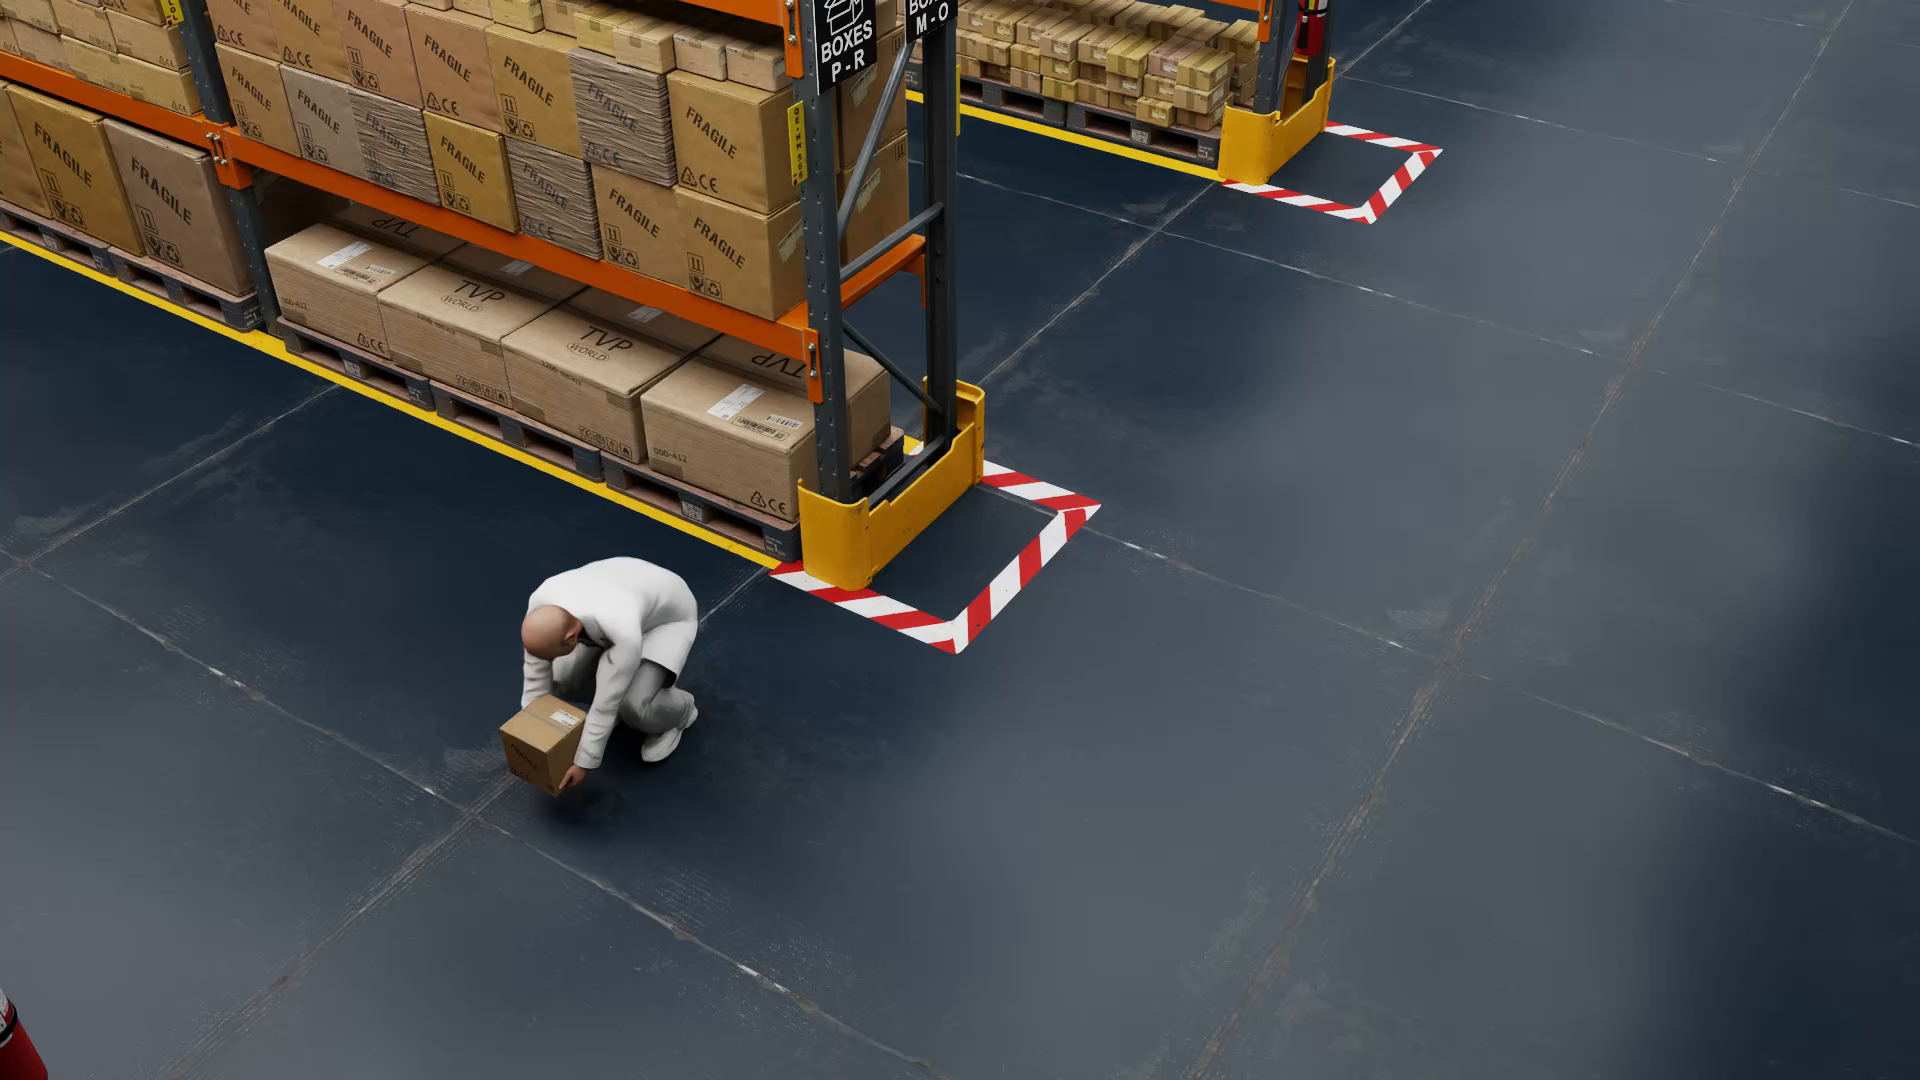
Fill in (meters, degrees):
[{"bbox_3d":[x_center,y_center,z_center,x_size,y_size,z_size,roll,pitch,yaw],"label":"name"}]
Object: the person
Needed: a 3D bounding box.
[{"bbox_3d":[-1.430,0.492,6.716,0.580,0.978,0.941,20,42,24],"label":"person"}]
